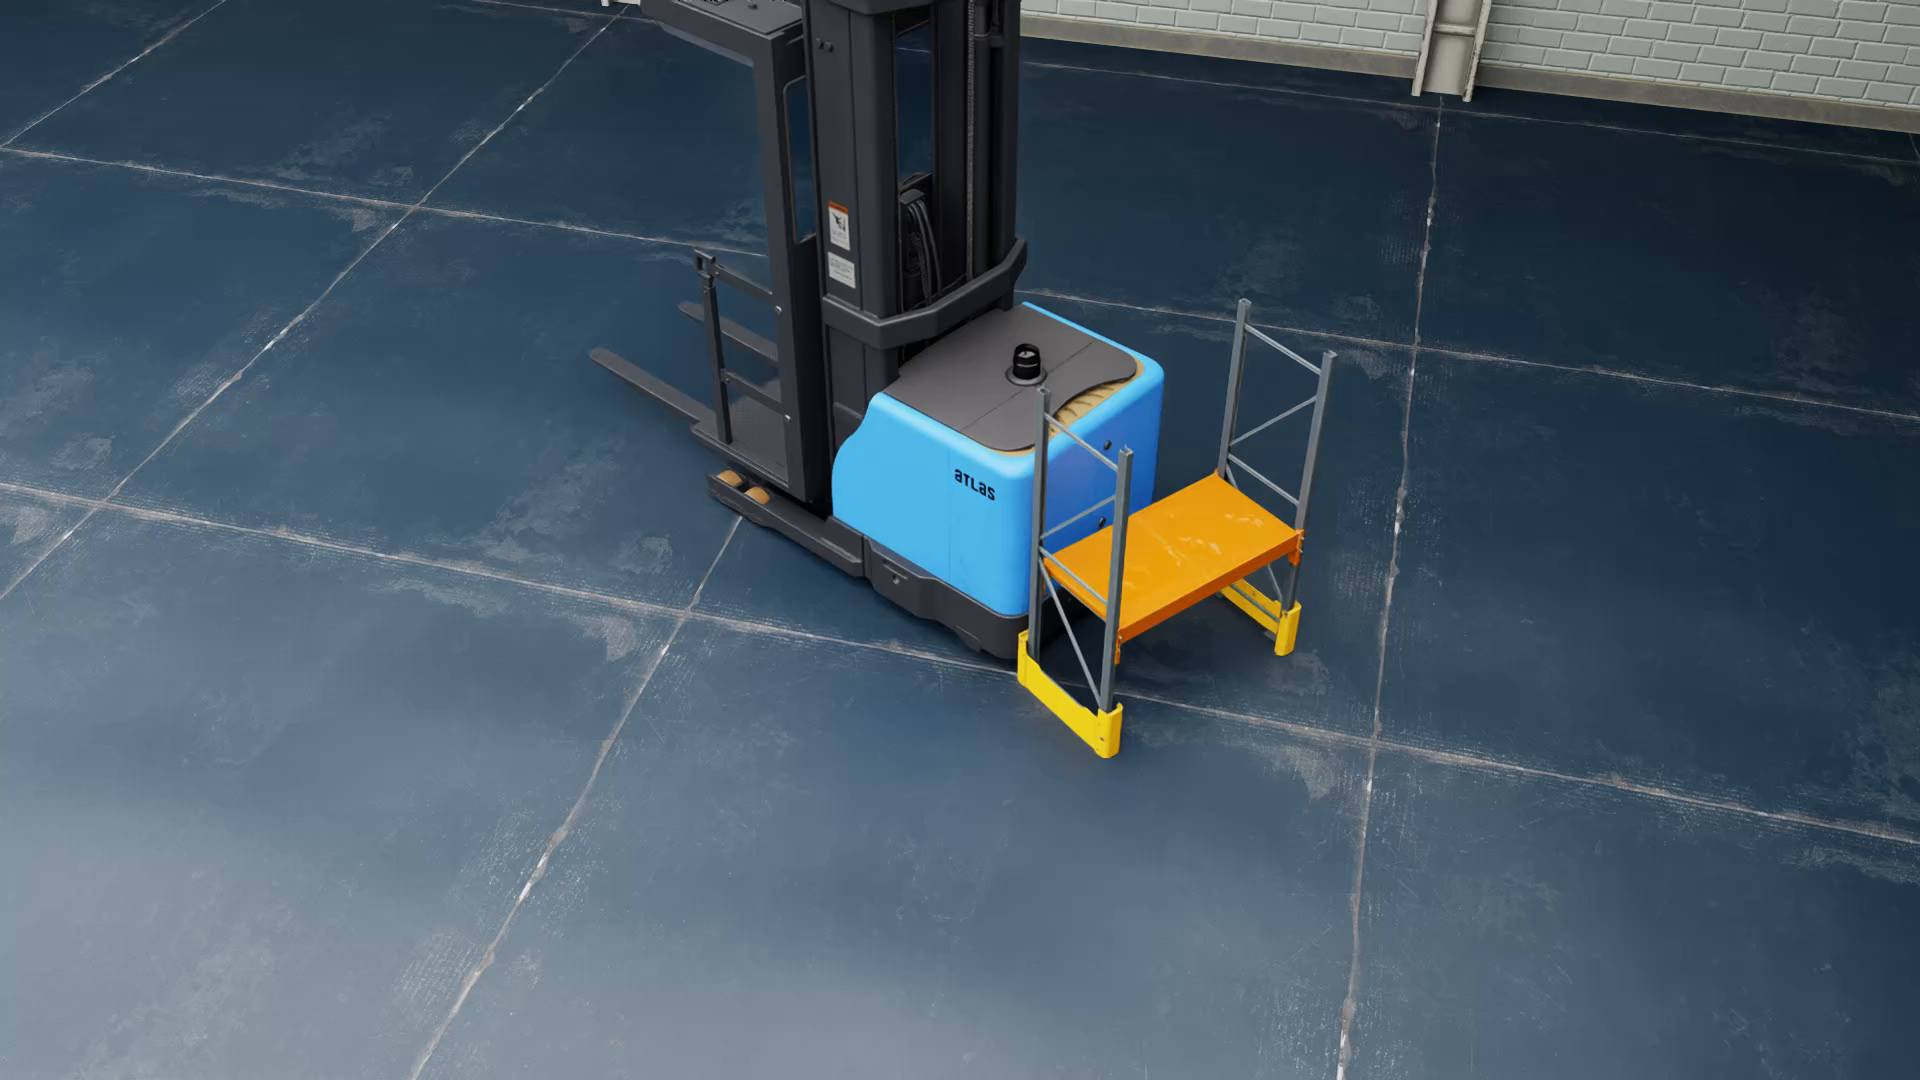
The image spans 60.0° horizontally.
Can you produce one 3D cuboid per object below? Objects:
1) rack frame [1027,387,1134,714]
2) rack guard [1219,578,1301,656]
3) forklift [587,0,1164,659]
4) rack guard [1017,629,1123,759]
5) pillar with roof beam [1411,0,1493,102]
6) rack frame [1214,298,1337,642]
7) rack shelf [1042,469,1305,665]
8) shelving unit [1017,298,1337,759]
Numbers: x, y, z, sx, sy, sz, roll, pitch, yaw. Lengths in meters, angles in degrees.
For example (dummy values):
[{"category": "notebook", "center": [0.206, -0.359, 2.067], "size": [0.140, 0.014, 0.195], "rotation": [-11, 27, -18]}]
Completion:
[{"category": "rack frame", "center": [0.442, 0.147, 6.409], "size": [0.032, 1.500, 0.500], "rotation": [-26, 46, -27]}, {"category": "rack guard", "center": [1.242, 0.242, 7.268], "size": [0.087, 0.250, 0.587], "rotation": [-26, 46, -27]}, {"category": "forklift", "center": [-0.564, -1.431, 7.175], "size": [3.031, 2.935, 1.130], "rotation": [30, 48, 30]}, {"category": "rack guard", "center": [0.443, 0.625, 6.812], "size": [0.087, 0.250, 0.587], "rotation": [-26, 46, -27]}, {"category": "pillar with roof beam", "center": [2.207, -3.875, 5.367], "size": [0.400, 9.000, 9.100], "rotation": [10, 41, 11]}, {"category": "rack frame", "center": [1.257, -0.244, 6.875], "size": [0.032, 1.500, 0.500], "rotation": [-26, 46, -27]}, {"category": "rack shelf", "center": [0.850, 0.089, 6.758], "size": [1.000, 0.185, 0.538], "rotation": [-26, 46, -27]}, {"category": "shelving unit", "center": [0.843, -0.045, 6.638], "size": [1.083, 1.500, 0.587], "rotation": [-26, 46, -27]}]
